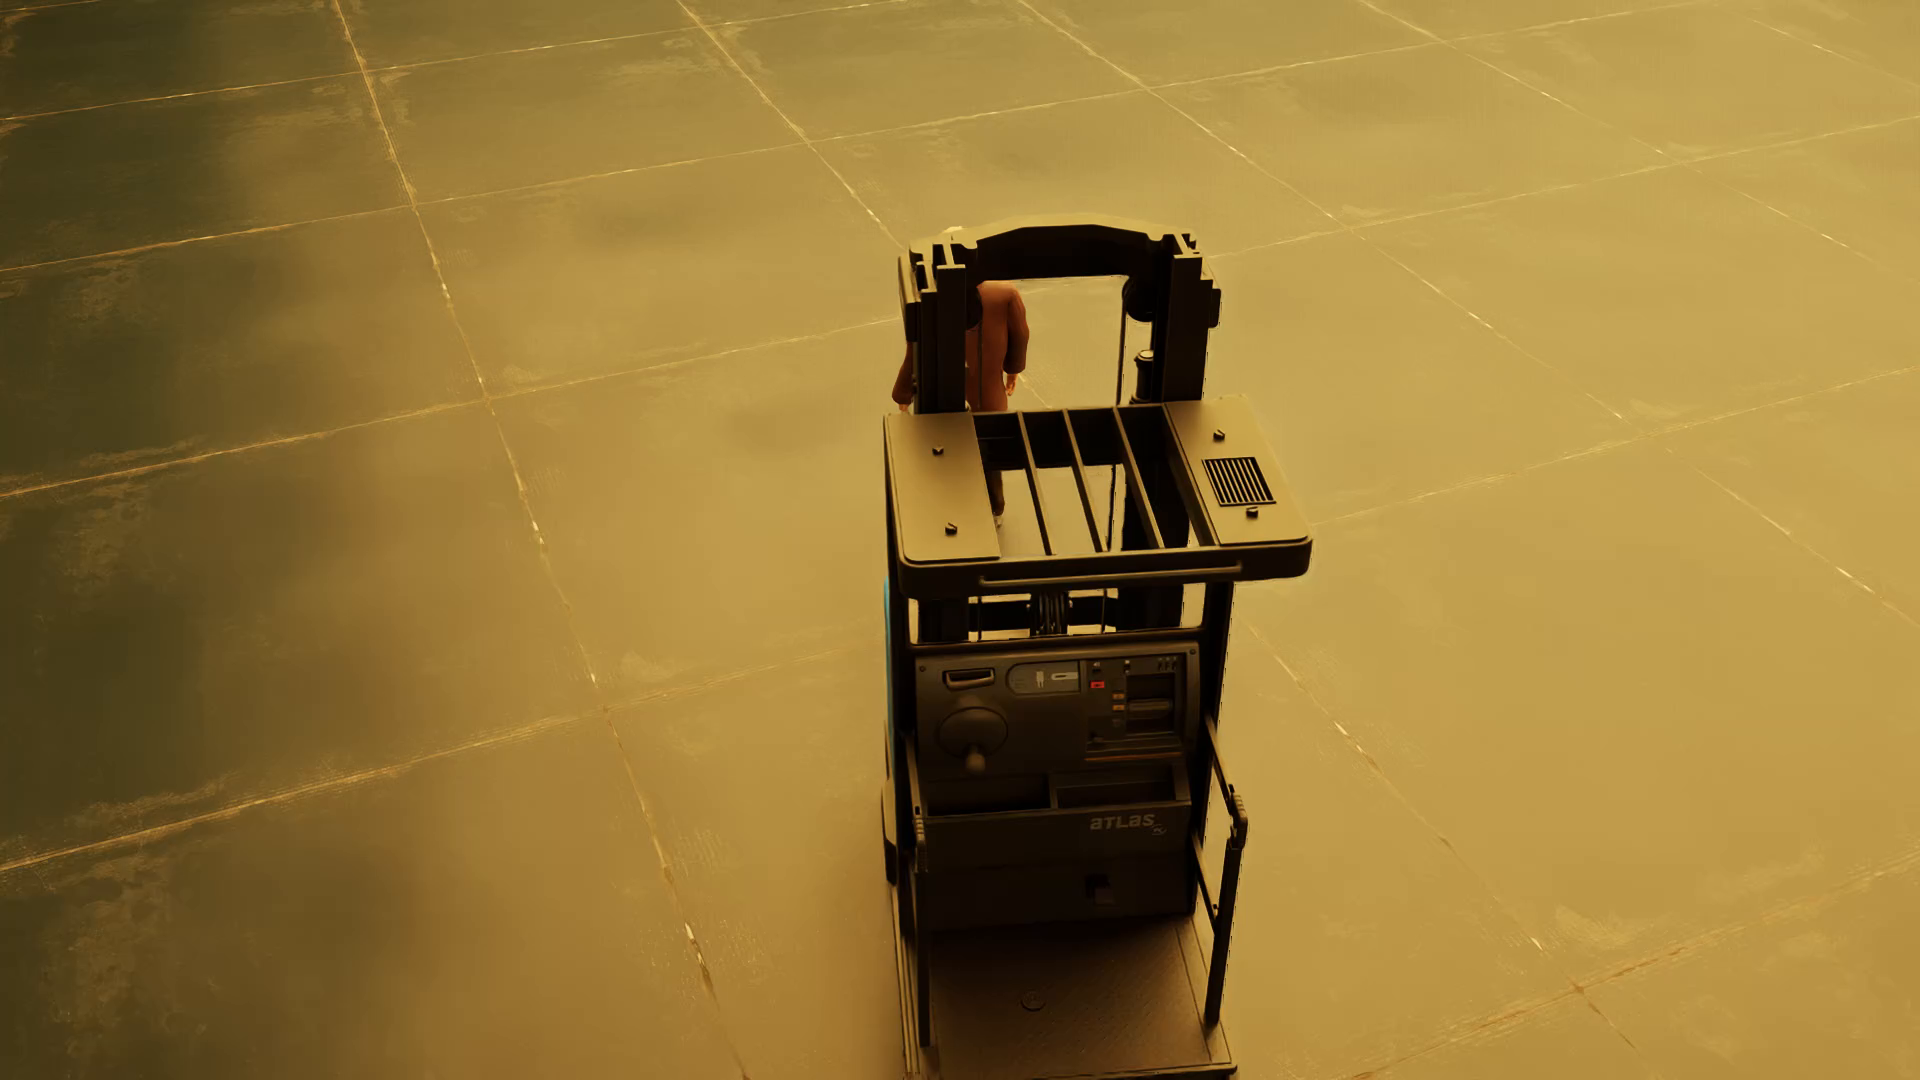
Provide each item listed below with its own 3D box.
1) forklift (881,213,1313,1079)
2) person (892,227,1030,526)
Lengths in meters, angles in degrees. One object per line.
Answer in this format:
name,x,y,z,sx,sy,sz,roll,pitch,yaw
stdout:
forklift,0.344,0.610,5.241,1.130,2.935,3.031,-3,36,-5
person,-0.031,-0.779,8.178,0.694,1.775,0.582,-14,38,-19
